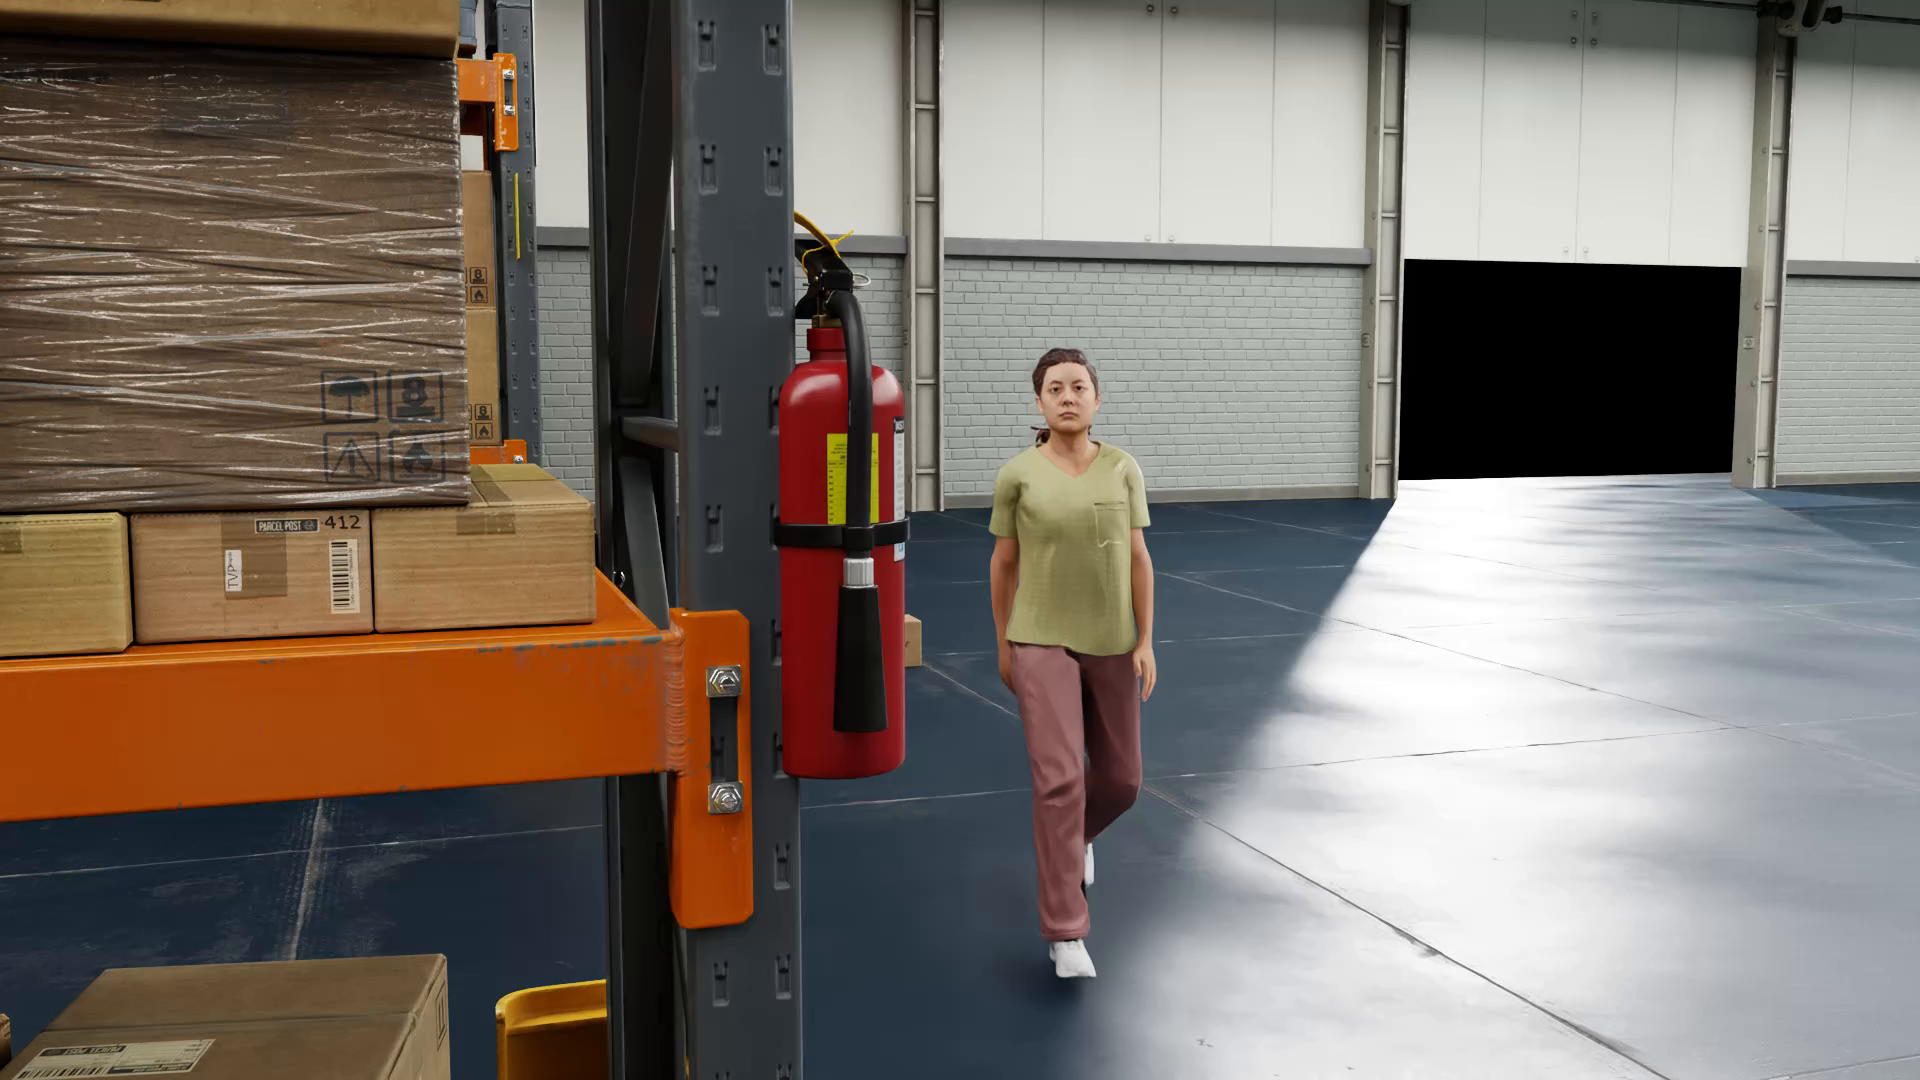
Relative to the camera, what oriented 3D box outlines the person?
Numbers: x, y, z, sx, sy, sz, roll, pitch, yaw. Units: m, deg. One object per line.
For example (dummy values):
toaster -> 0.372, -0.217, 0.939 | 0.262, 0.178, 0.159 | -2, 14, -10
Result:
person -> 0.304, 0.294, 4.590 | 0.437, 1.639, 0.850 | -1, 6, -10
